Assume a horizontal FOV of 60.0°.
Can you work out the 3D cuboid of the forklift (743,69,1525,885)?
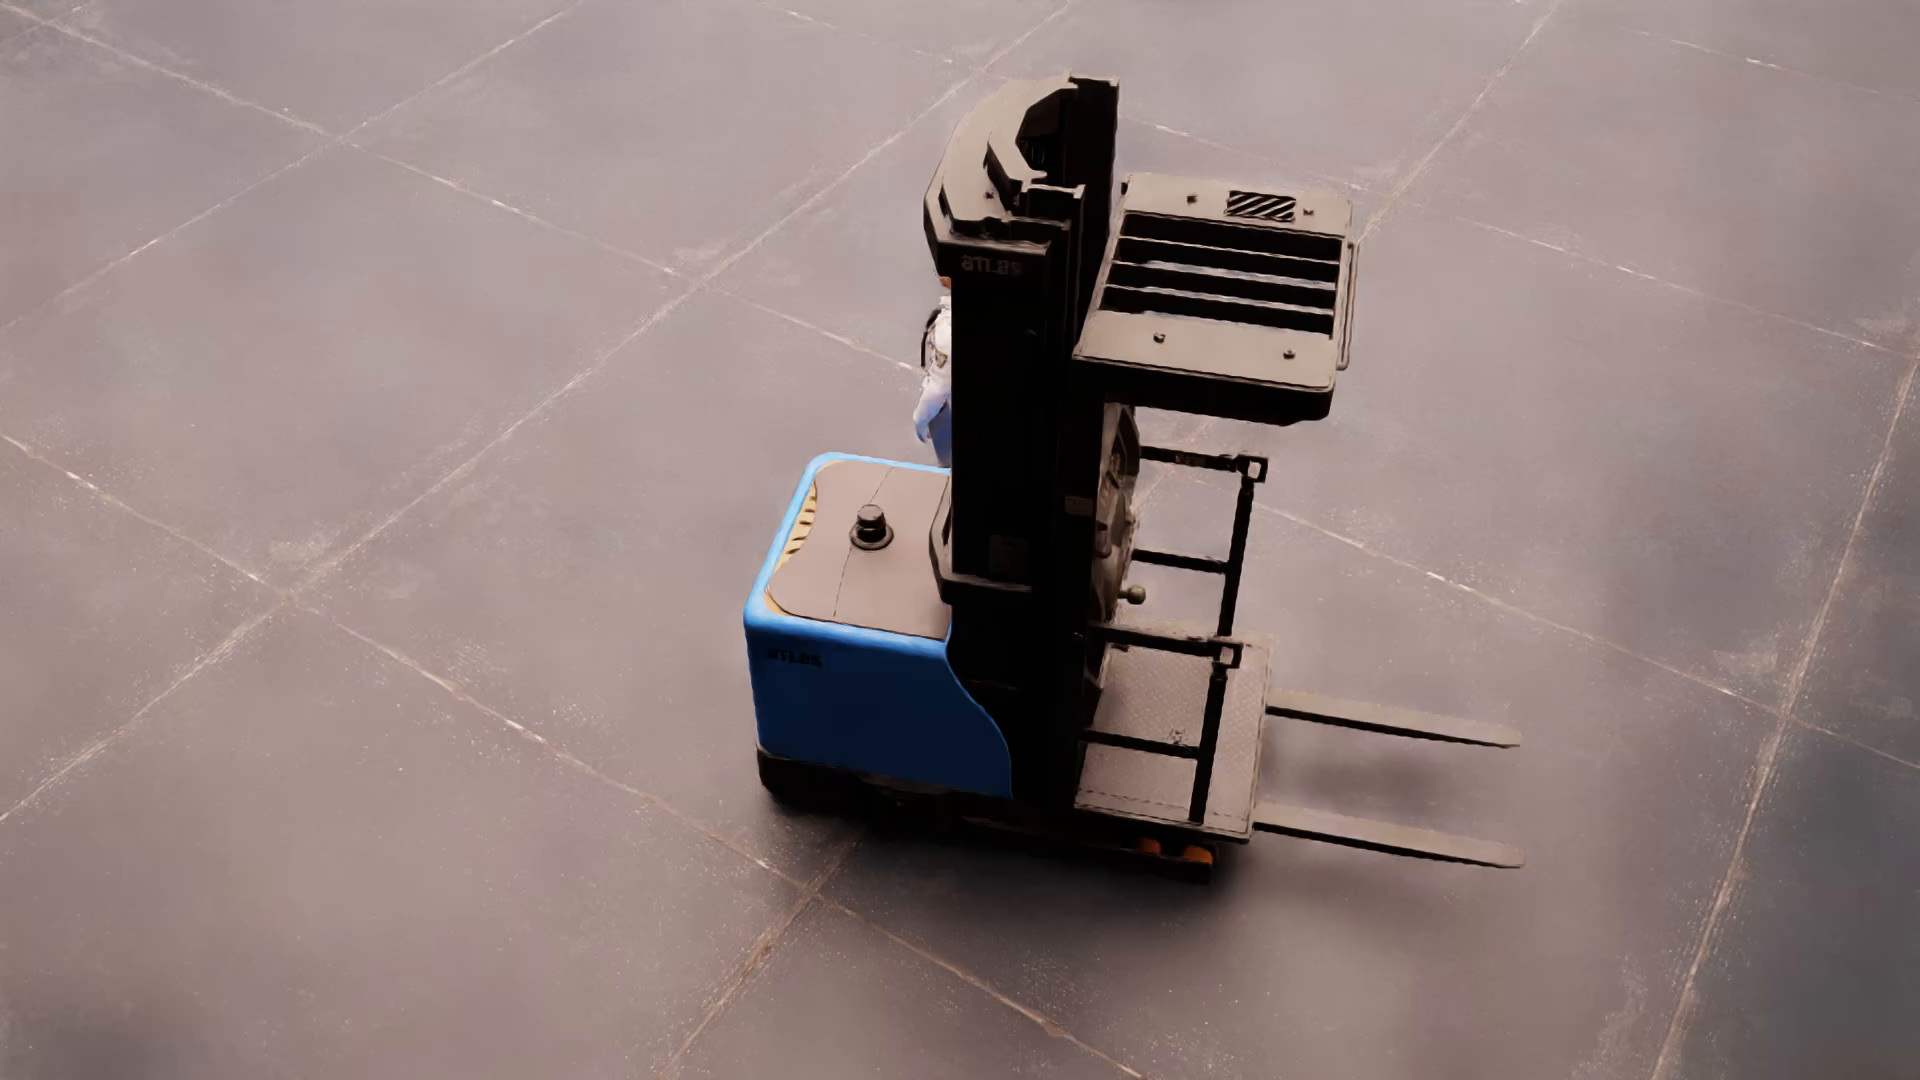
[{"bbox_3d":[0.749,-0.111,5.966,3.031,2.935,1.130,9,44,9],"label":"forklift"}]

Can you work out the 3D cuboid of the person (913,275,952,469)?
[{"bbox_3d":[-0.052,-0.678,7.394,0.534,1.695,0.586,24,48,23],"label":"person"}]
